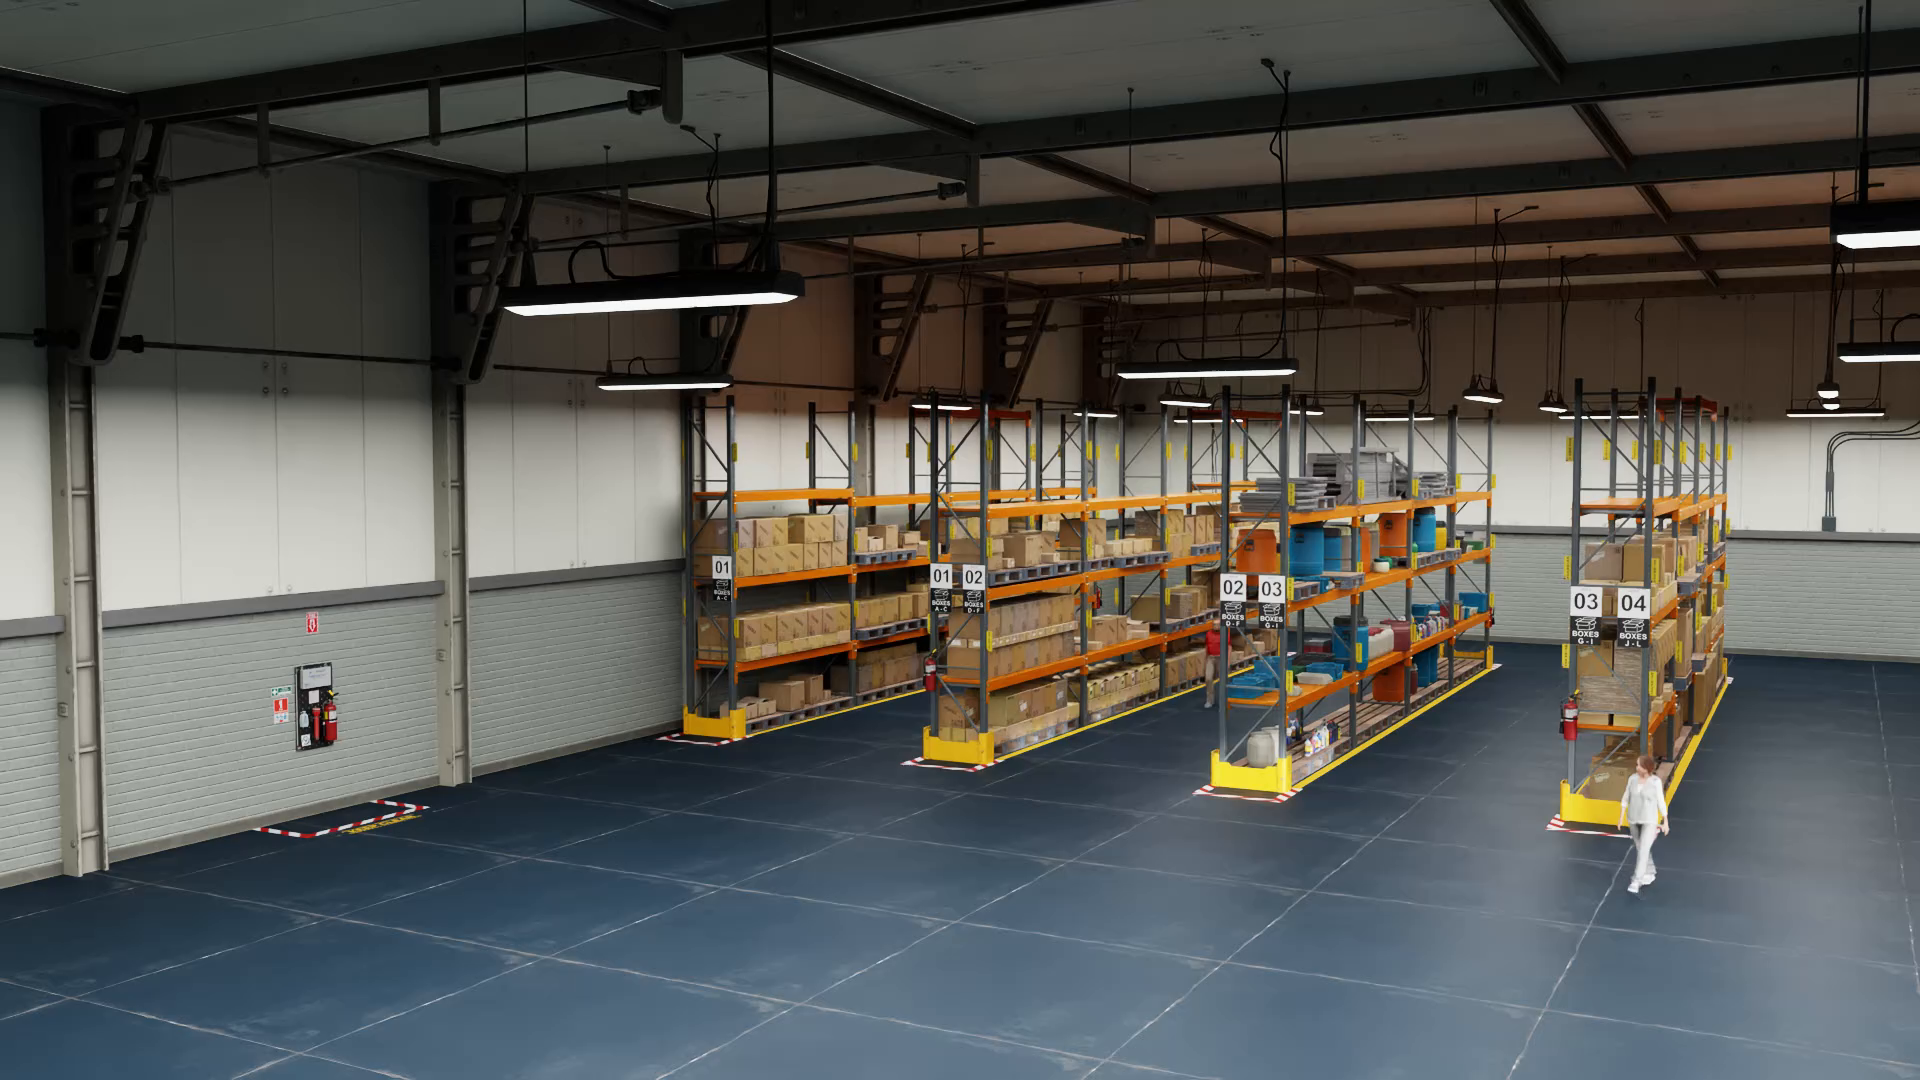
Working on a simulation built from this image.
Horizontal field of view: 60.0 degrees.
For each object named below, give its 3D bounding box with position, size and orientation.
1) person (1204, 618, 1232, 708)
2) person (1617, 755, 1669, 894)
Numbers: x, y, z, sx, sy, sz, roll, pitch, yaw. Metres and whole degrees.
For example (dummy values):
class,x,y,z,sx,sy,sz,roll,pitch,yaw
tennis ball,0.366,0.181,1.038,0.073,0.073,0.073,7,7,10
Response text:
class,x,y,z,sx,sy,sz,roll,pitch,yaw
person,5.080,2.427,32.857,0.598,1.766,0.657,2,3,30
person,7.736,3.230,18.940,0.972,1.510,0.449,-2,4,-39
